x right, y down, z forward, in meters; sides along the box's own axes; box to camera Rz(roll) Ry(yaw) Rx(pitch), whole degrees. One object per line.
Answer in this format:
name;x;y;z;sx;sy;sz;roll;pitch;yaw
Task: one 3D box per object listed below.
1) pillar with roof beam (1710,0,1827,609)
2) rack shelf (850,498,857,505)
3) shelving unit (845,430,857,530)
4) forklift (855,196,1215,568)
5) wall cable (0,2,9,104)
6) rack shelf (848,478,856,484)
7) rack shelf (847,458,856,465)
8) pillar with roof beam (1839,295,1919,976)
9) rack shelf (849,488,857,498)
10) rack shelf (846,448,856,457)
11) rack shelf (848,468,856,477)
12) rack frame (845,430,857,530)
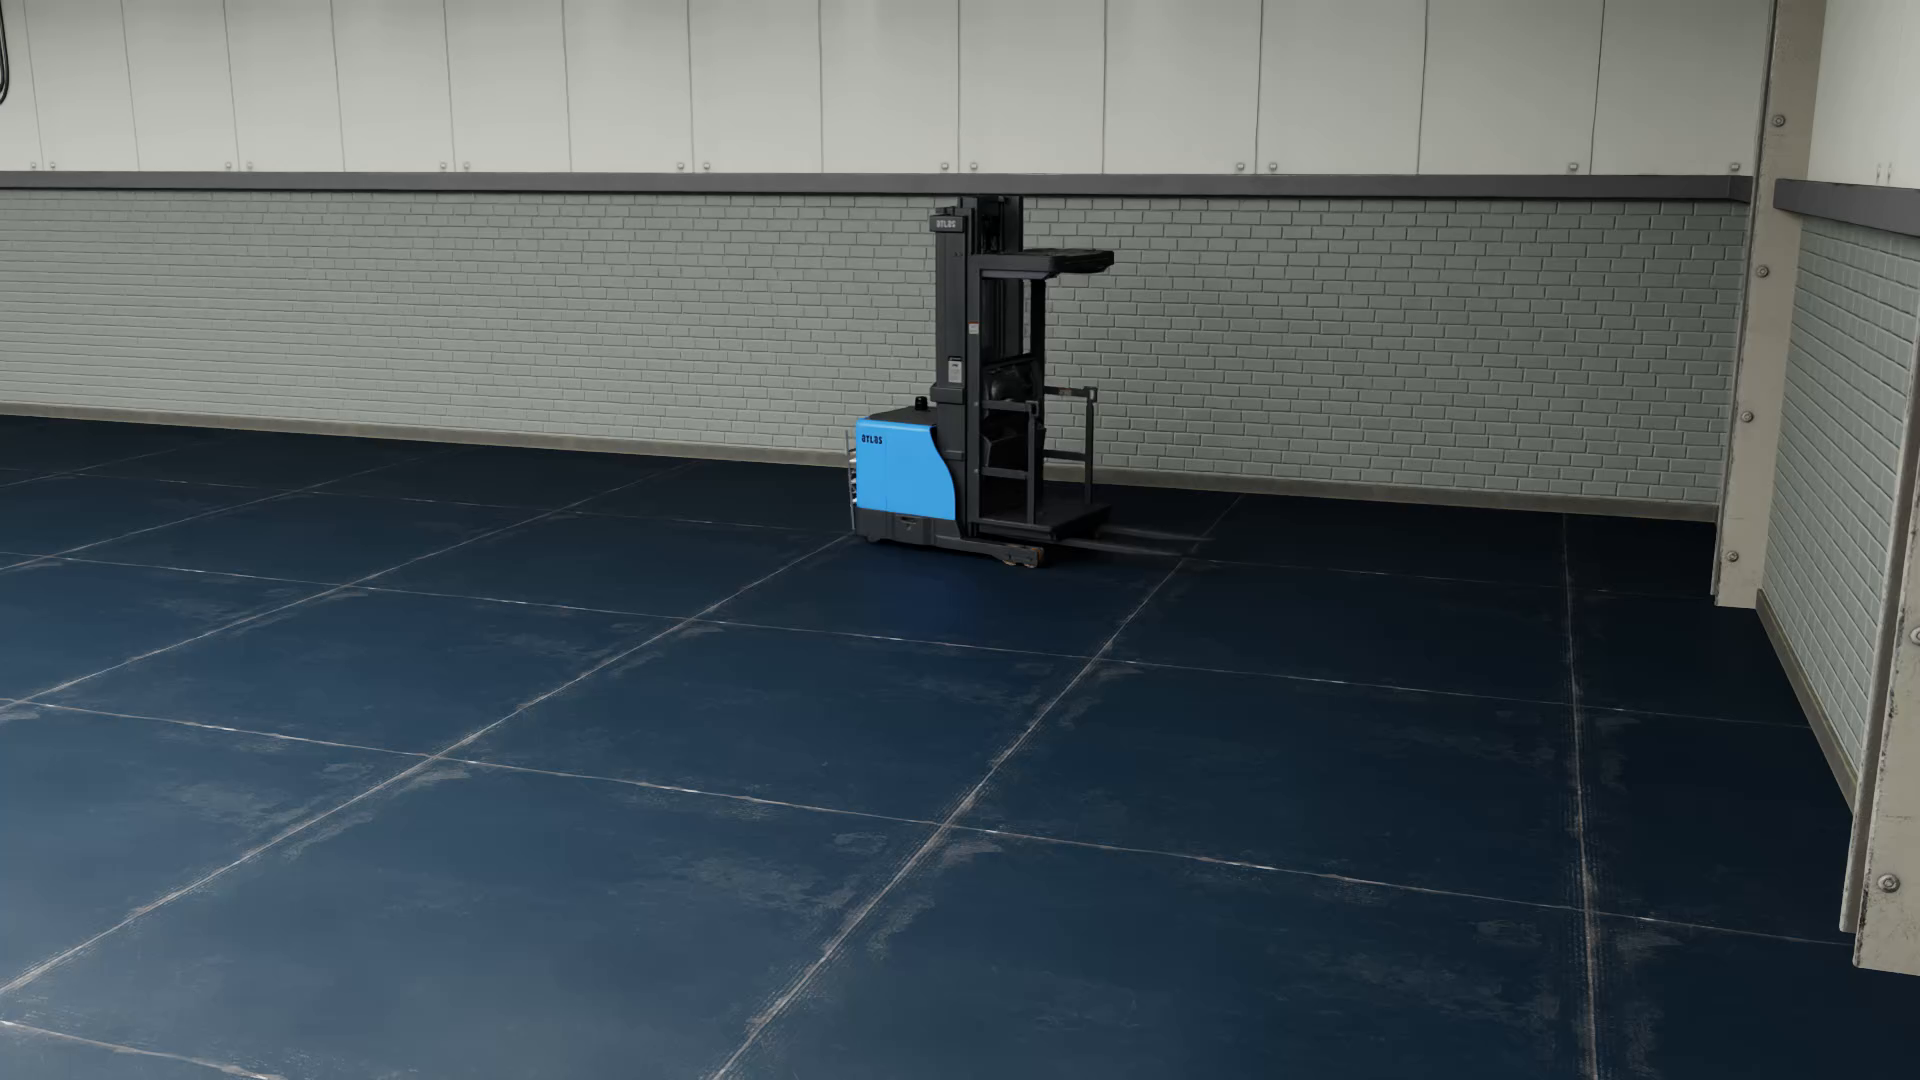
pillar with roof beam;1.748;-4.241;12.846;9.100;9.000;0.400;4;14;18
rack shelf;-0.824;-0.338;14.865;0.258;0.077;0.200;2;12;24
shelving unit;-0.836;-0.547;14.823;0.258;0.900;0.210;2;12;24
forklift;0.614;-1.333;13.742;3.031;2.935;1.130;8;15;31
wall cable;-12.802;-7.695;20.337;2.305;6.003;0.169;4;14;18
rack shelf;-0.834;-0.514;14.830;0.258;0.077;0.200;2;12;24
rack shelf;-0.845;-0.690;14.794;0.258;0.077;0.200;2;12;24
pillar with roof beam;-0.194;-2.978;7.311;9.100;9.000;0.400;4;14;18
rack shelf;-0.829;-0.426;14.847;0.258;0.077;0.200;2;12;24
rack shelf;-0.850;-0.778;14.776;0.258;0.077;0.200;2;12;24
rack shelf;-0.839;-0.602;14.812;0.258;0.077;0.200;2;12;24
rack frame;-0.878;-0.526;14.732;0.240;0.900;0.006;2;12;24
